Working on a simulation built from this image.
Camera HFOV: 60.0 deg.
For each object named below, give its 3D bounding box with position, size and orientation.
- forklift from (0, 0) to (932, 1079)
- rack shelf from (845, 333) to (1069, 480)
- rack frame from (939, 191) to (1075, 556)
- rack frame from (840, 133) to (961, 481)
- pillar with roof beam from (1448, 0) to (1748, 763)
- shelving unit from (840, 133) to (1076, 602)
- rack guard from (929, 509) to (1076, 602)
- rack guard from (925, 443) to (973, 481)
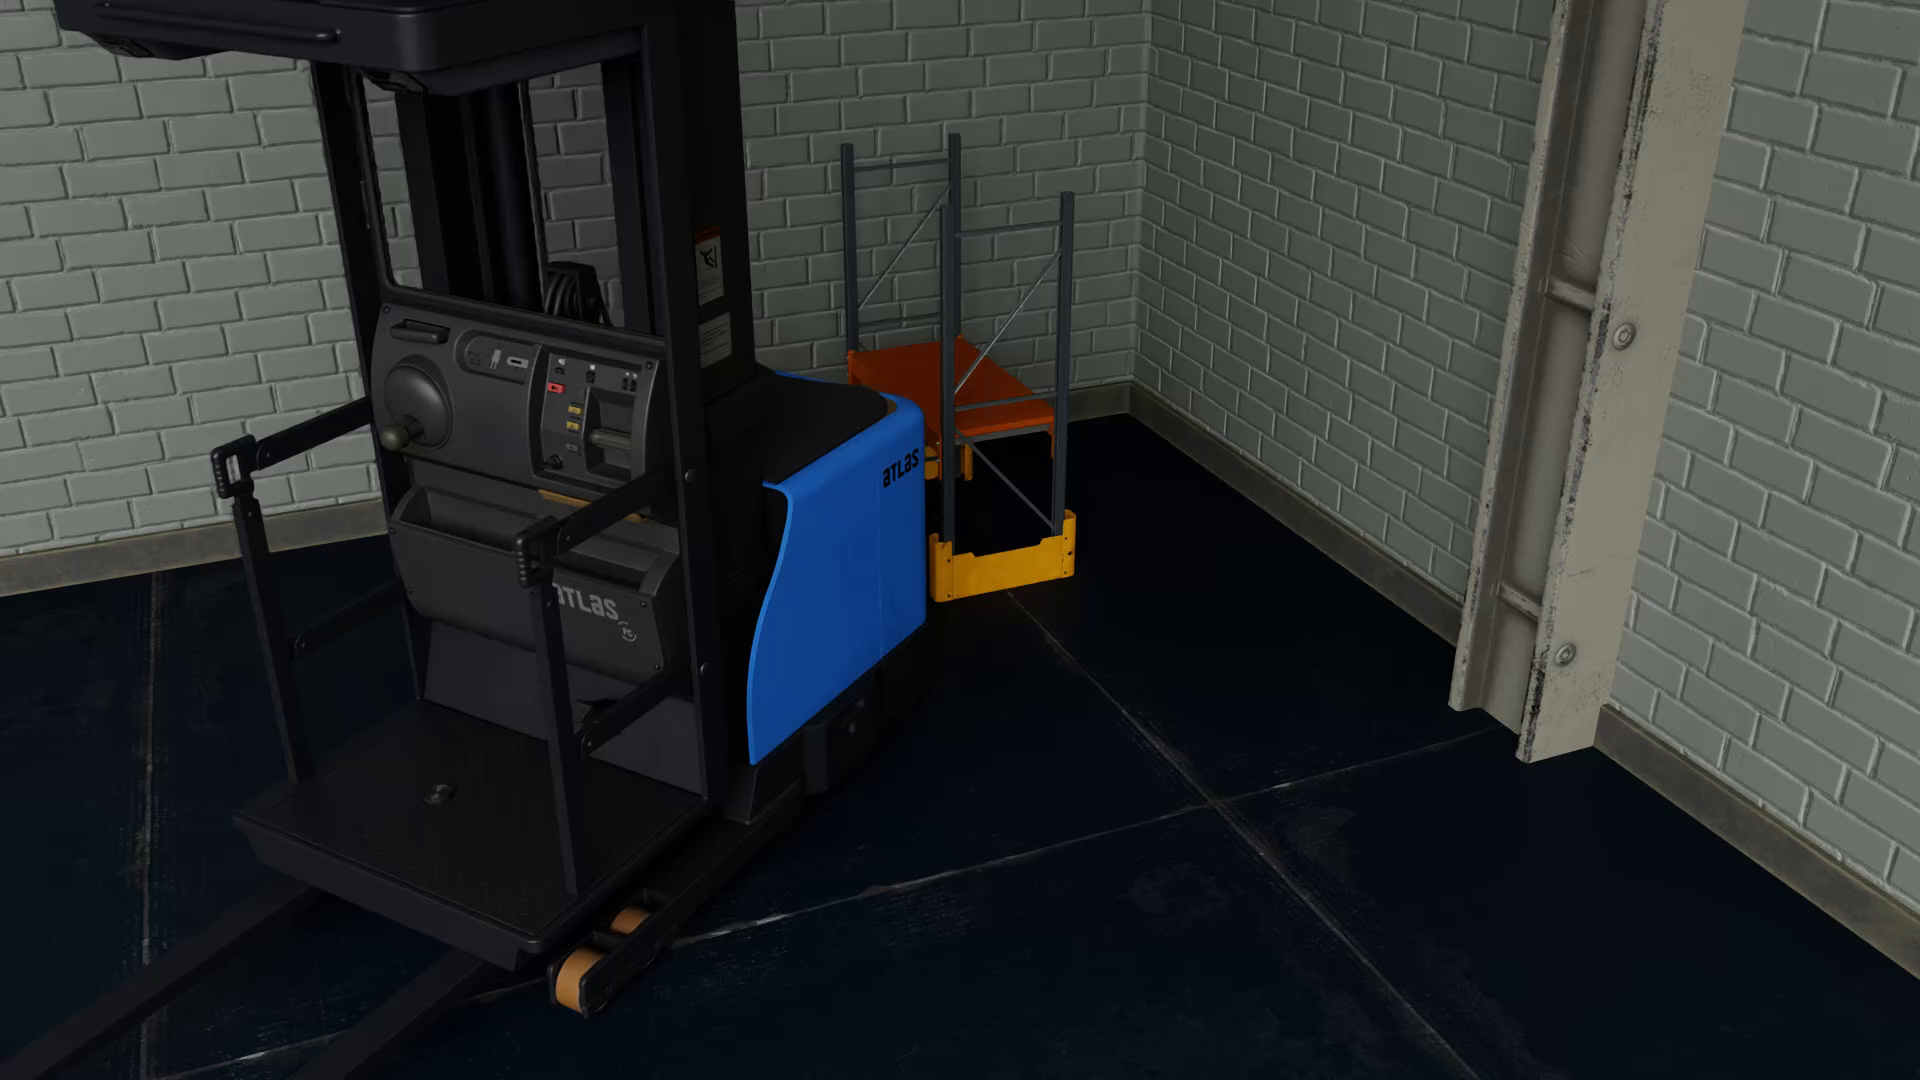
[{"bbox_3d":[-1.252,-0.331,4.087,1.130,2.935,3.031,14,29,26],"label":"forklift"},{"bbox_3d":[-0.033,-0.547,6.570,0.538,0.185,1.000,-11,28,-21],"label":"rack shelf"},{"bbox_3d":[0.166,-0.503,6.071,0.500,1.500,0.032,-11,28,-21],"label":"rack frame"},{"bbox_3d":[-0.232,-0.914,6.912,0.500,1.500,0.032,-11,28,-21],"label":"rack frame"},{"bbox_3d":[-2.097,-2.699,2.021,9.100,9.000,0.400,-11,28,-21],"label":"pillar with roof beam"},{"bbox_3d":[-0.030,-0.705,6.484,0.587,1.500,1.083,-11,28,-21],"label":"shelving unit"},{"bbox_3d":[0.165,0.058,6.346,0.587,0.250,0.087,-11,28,-21],"label":"rack guard"},{"bbox_3d":[-0.225,-0.344,7.170,0.587,0.250,0.087,-11,28,-21],"label":"rack guard"}]
